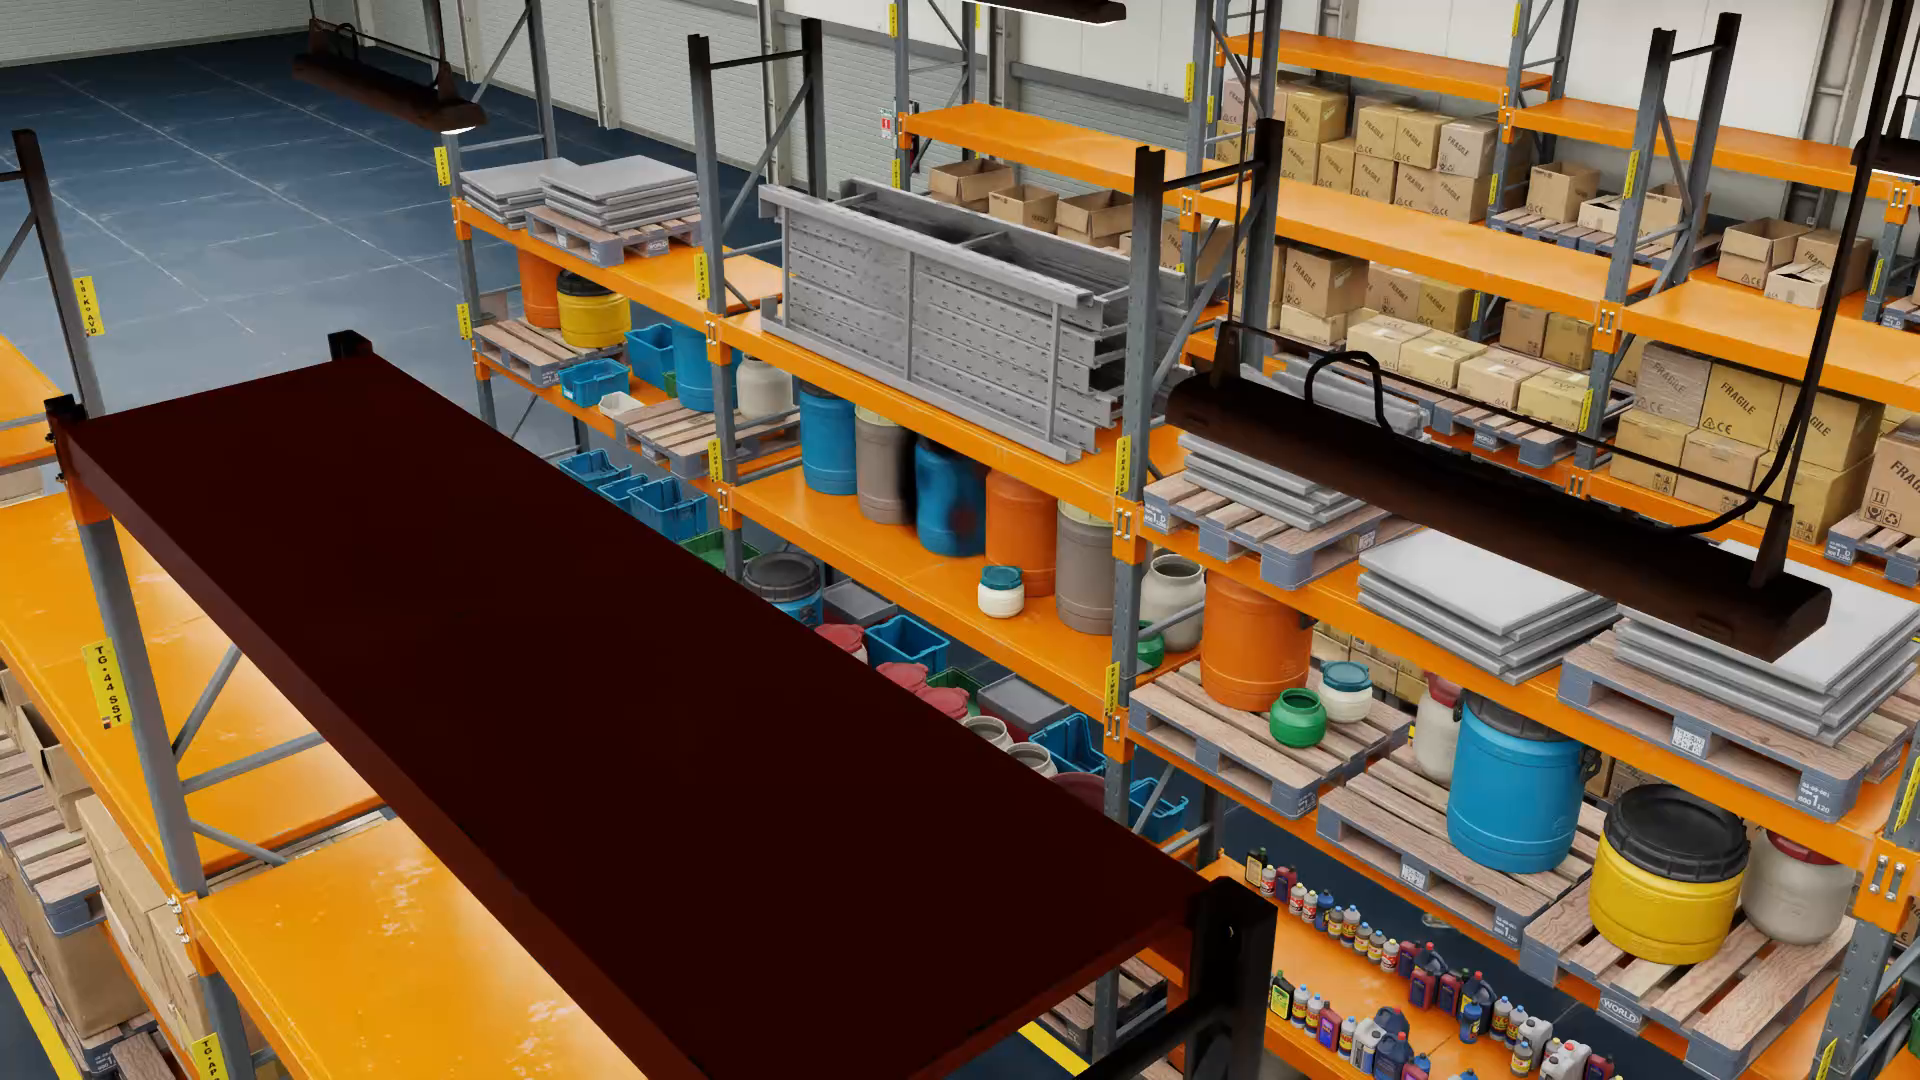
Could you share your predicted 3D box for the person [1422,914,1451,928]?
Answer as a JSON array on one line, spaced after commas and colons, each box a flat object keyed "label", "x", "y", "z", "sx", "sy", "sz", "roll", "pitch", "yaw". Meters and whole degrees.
[{"label": "person", "x": 3.560, "y": 2.079, "z": 11.168, "sx": 0.512, "sy": 1.636, "sz": 0.797, "roll": -22, "pitch": 34, "yaw": -36}]
